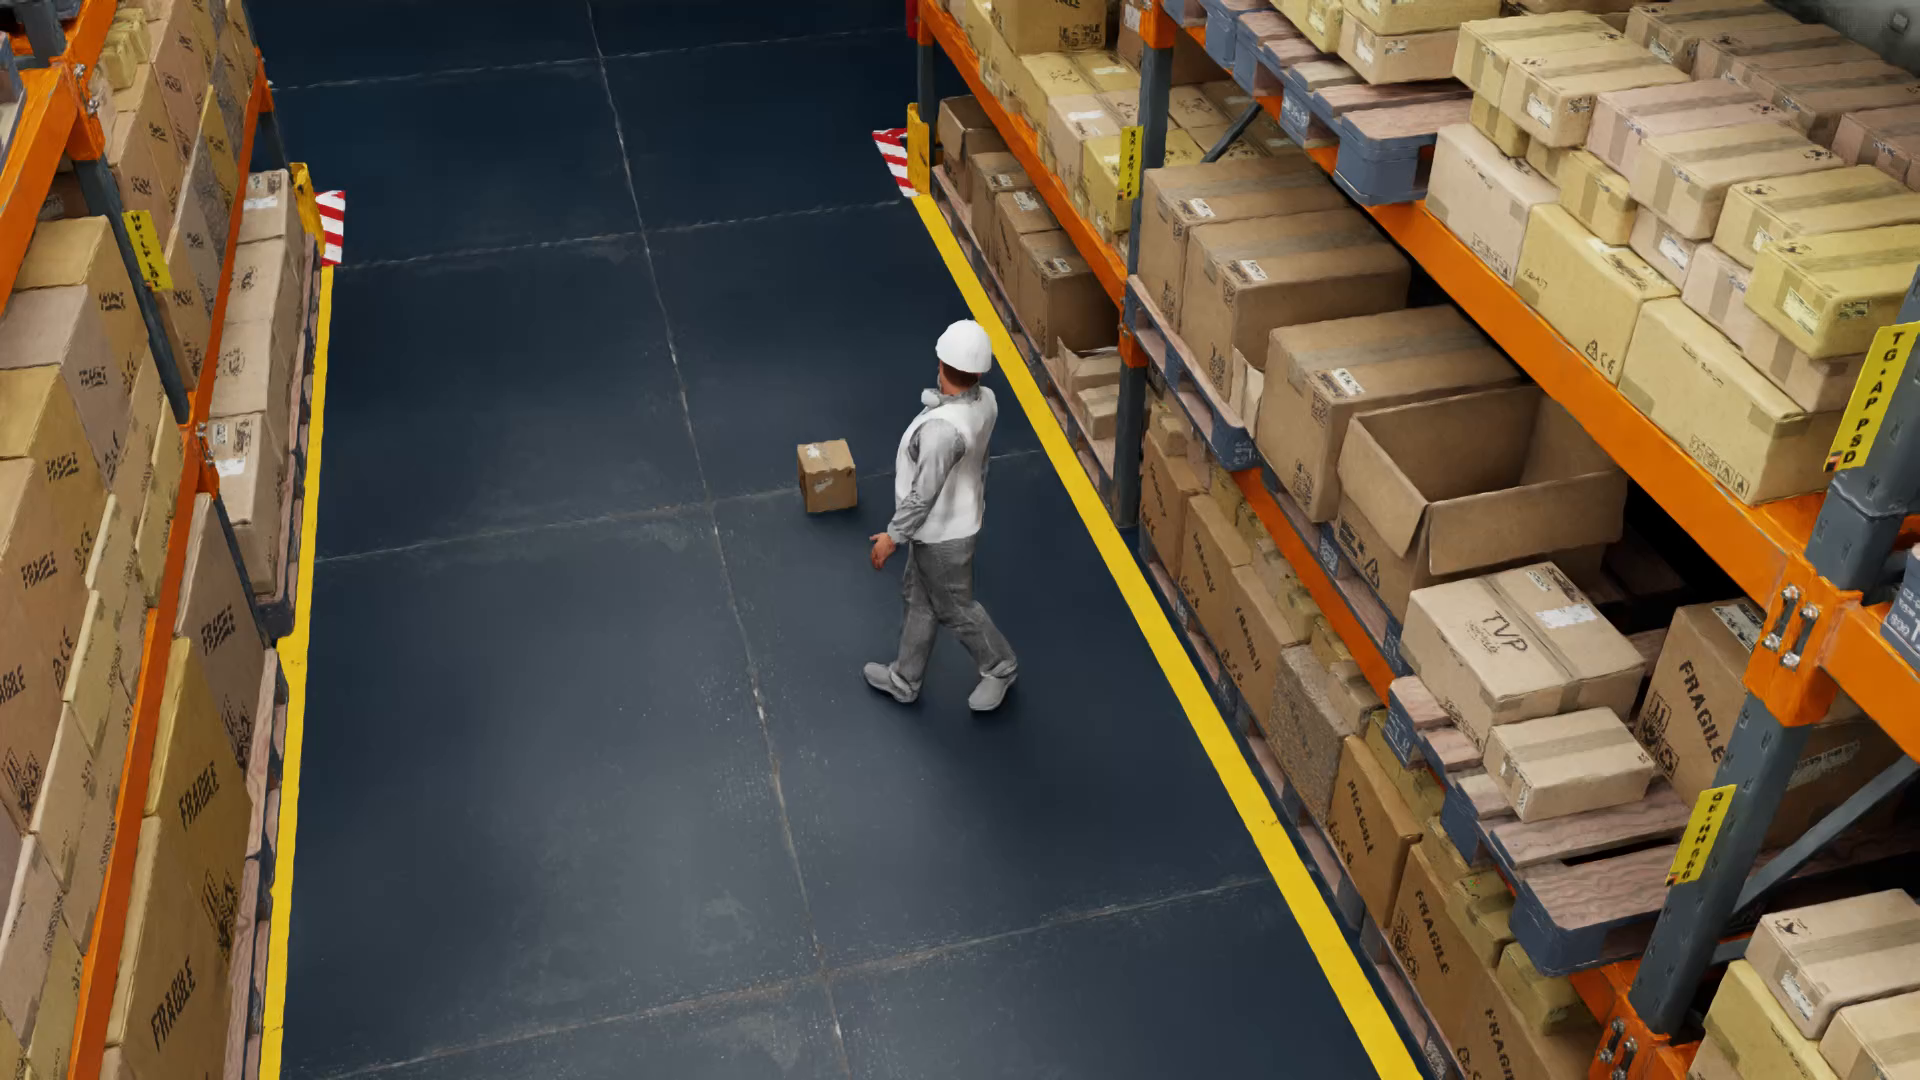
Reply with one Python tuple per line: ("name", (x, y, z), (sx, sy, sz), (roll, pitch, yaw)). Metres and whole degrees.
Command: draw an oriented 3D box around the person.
("person", (-0.082, -0.085, 6.831), (0.681, 1.732, 0.573), (4, 38, 5))
